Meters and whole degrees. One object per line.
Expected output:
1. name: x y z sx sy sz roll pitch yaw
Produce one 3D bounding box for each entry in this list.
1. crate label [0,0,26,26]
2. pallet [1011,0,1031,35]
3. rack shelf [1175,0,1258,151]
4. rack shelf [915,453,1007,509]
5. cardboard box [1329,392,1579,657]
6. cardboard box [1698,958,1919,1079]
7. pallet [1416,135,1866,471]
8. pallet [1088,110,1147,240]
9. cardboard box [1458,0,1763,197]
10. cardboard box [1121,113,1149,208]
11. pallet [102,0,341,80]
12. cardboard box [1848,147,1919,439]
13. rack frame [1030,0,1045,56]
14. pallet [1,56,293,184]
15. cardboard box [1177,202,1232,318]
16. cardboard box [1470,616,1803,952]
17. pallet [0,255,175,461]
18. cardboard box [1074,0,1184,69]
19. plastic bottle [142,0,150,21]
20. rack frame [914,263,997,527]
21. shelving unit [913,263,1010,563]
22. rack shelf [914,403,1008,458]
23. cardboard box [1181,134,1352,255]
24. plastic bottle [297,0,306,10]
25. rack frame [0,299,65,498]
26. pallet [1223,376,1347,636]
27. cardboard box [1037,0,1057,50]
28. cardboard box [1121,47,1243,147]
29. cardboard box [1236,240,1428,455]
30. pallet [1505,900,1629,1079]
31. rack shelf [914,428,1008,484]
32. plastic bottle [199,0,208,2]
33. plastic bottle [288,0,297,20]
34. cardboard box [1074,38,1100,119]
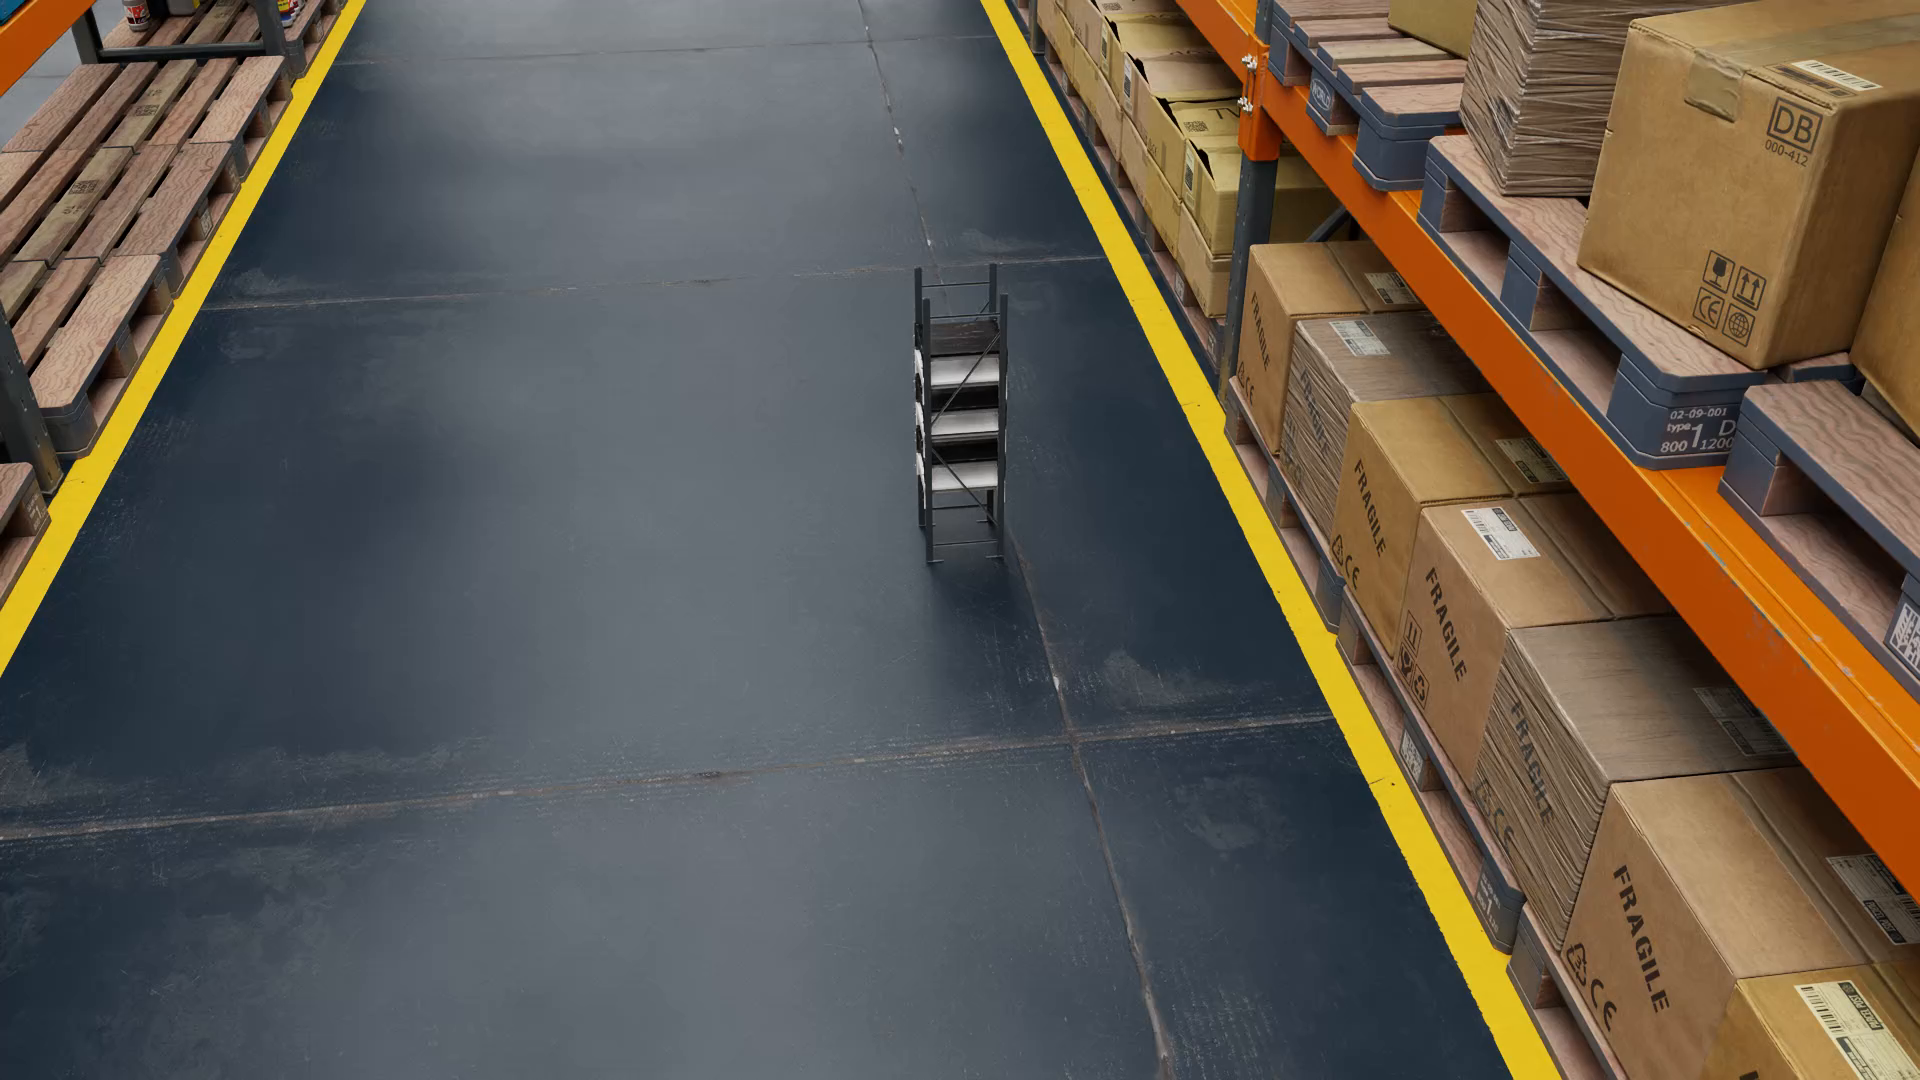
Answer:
1. crate label: -3.344 -1.967 5.441 0.502 0.435 0.616 -4 35 -6
2. pallet: 0.827 -3.277 9.871 1.003 0.211 1.213 -4 35 -6
3. rack shelf: 1.161 -2.569 6.995 1.077 0.370 4.000 -4 35 -6
4. rack shelf: 0.001 -0.191 5.110 0.258 0.077 0.200 -4 35 -6
5. cardboard box: 1.347 -0.051 4.491 0.500 0.500 0.500 -5 35 -7
6. cardboard box: 1.618 1.080 2.831 0.500 0.500 0.500 -5 35 -7
7. pallet: 1.696 -0.586 3.617 1.003 0.211 1.213 -4 35 -6
8. pallet: 1.197 -1.739 7.615 1.003 0.211 1.213 -4 35 -6
9. cardboard box: 1.560 -1.097 3.735 0.700 0.500 0.500 2 34 3
10. cardboard box: 0.980 -1.631 7.048 0.500 0.250 0.500 -4 34 -5
11. pallet: -4.066 -2.835 9.222 1.003 0.211 1.213 -4 35 -6
12. cardboard box: 1.971 -0.393 2.701 0.700 0.500 0.500 1 34 1
13. rack frame: 0.892 -3.982 8.430 1.000 3.000 0.127 -4 35 -6
14. pallet: -3.872 -2.022 8.029 1.003 0.211 1.213 -4 35 -6
15. cardboard box: 1.118 -1.063 6.214 0.500 0.250 0.500 -4 34 -5
16. cardboard box: 1.493 0.523 3.648 0.500 0.500 0.500 -4 34 -6
17. pallet: -3.544 -0.660 6.031 1.003 0.211 1.213 -4 35 -6
18. cardboard box: 0.834 -2.433 7.728 0.500 0.311 0.500 -5 35 -8
19. plastic bottle: -4.408 -2.912 8.881 0.061 0.283 0.133 -3 34 -4
20. rack frame: -0.013 -0.424 5.073 0.240 0.900 0.006 -4 35 -6
21. shelving unit: 0.001 -0.367 4.990 0.258 0.900 0.210 -4 35 -6
22. rack shelf: 0.001 -0.340 5.009 0.258 0.077 0.200 -4 35 -6
23. cardboard box: 1.116 -1.293 6.054 0.500 0.311 0.500 -3 34 -5
24. plastic bottle: -3.696 -3.055 9.097 0.152 0.276 0.135 -3 34 -5
25. rack frame: -3.479 -1.377 4.607 1.000 3.000 0.127 -4 35 -6
26. pallet: 1.493 -0.178 5.324 1.003 0.211 1.213 -4 35 -6
27. cardboard box: 0.701 -2.776 8.728 0.500 0.250 0.500 -5 35 -8
28. cardboard box: 0.974 -1.864 6.893 0.500 0.311 0.500 -5 35 -7
29. cardboard box: 1.208 -0.623 5.330 0.500 0.500 0.500 -3 34 -4
30. pallet: 1.821 1.183 3.326 1.003 0.211 1.213 -4 35 -6
31. rack shelf: 0.001 -0.265 5.059 0.258 0.077 0.200 -4 35 -6
32. plastic bottle: -4.271 -3.135 9.215 0.152 0.276 0.135 -4 35 -6
33. plastic bottle: -3.639 -2.902 8.939 0.097 0.201 0.097 0 34 0
34. cardboard box: 0.841 -2.201 7.886 0.500 0.250 0.500 -5 35 -8
